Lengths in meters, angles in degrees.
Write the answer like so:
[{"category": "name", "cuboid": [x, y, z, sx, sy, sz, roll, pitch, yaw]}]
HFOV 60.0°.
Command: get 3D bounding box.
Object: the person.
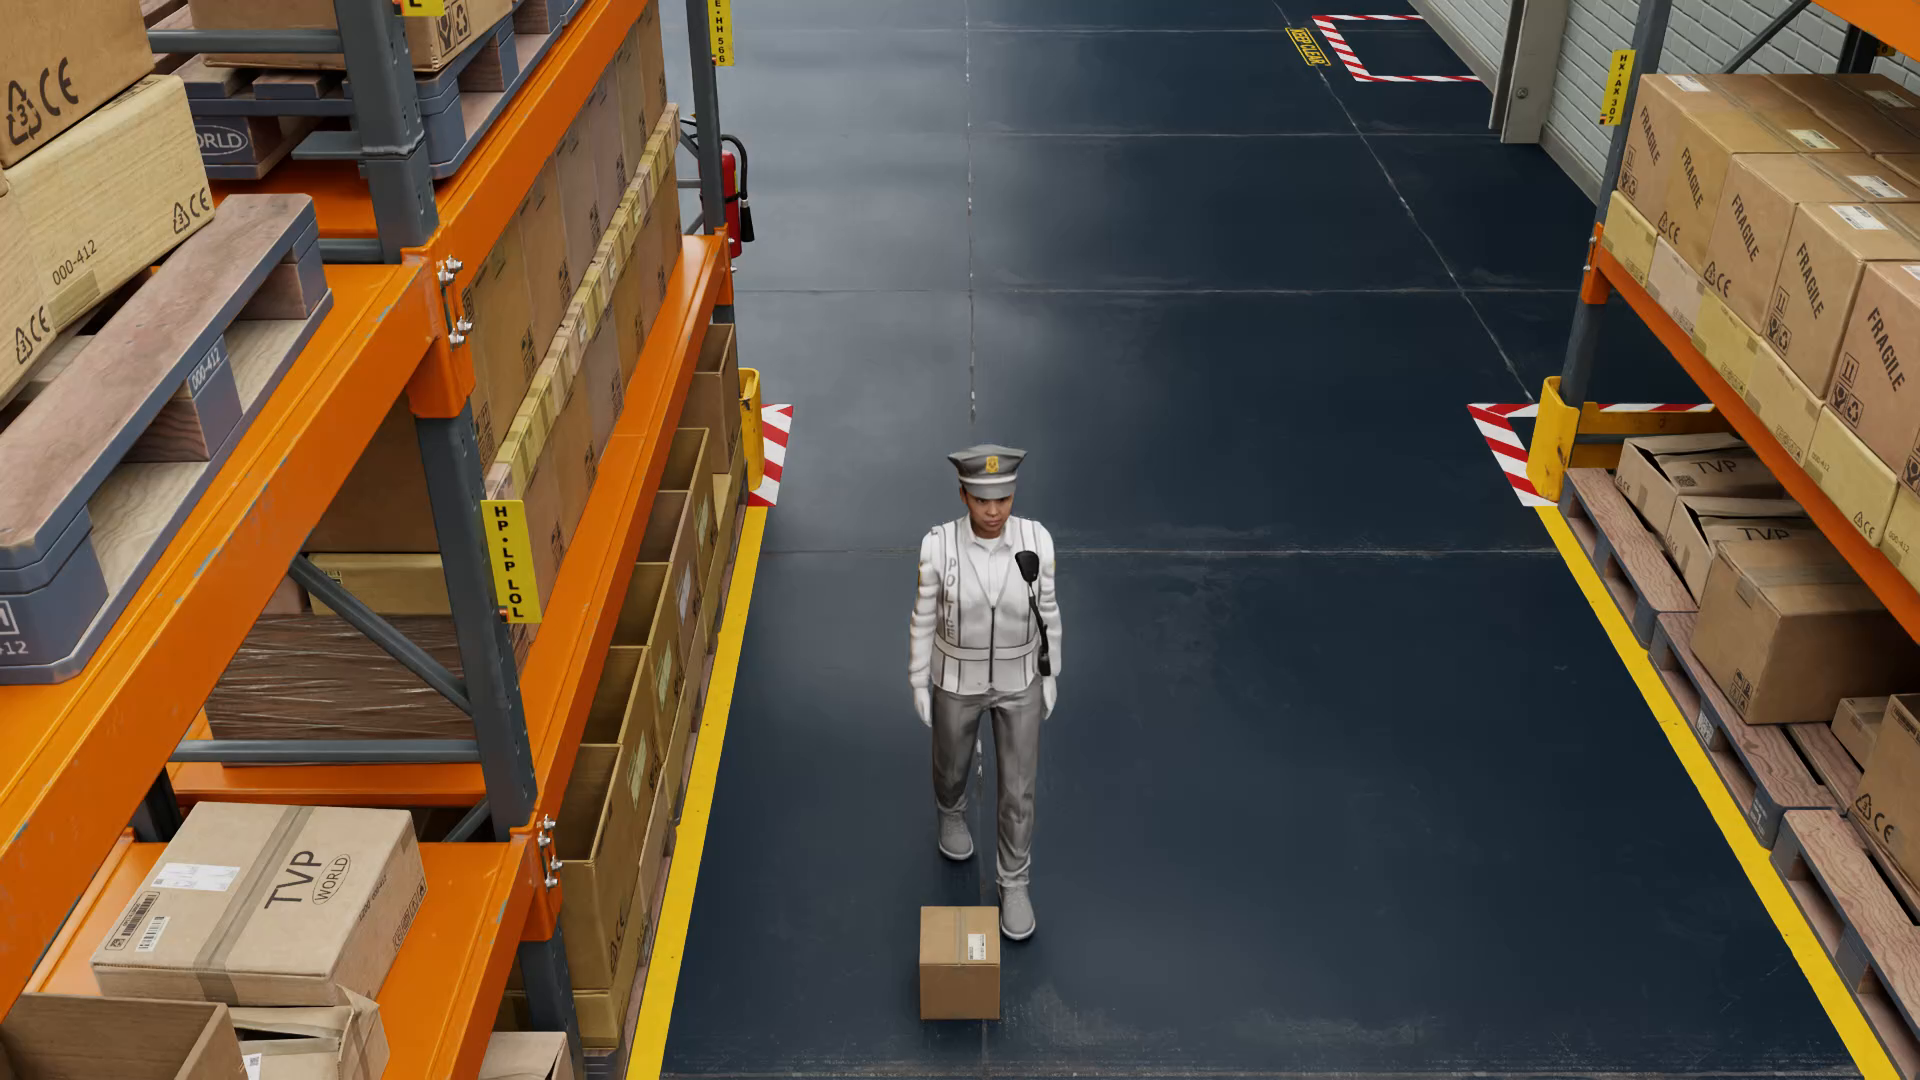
[{"category": "person", "cuboid": [0.084, 0.456, 5.357, 0.503, 1.679, 0.672, -2, 32, -4]}]
